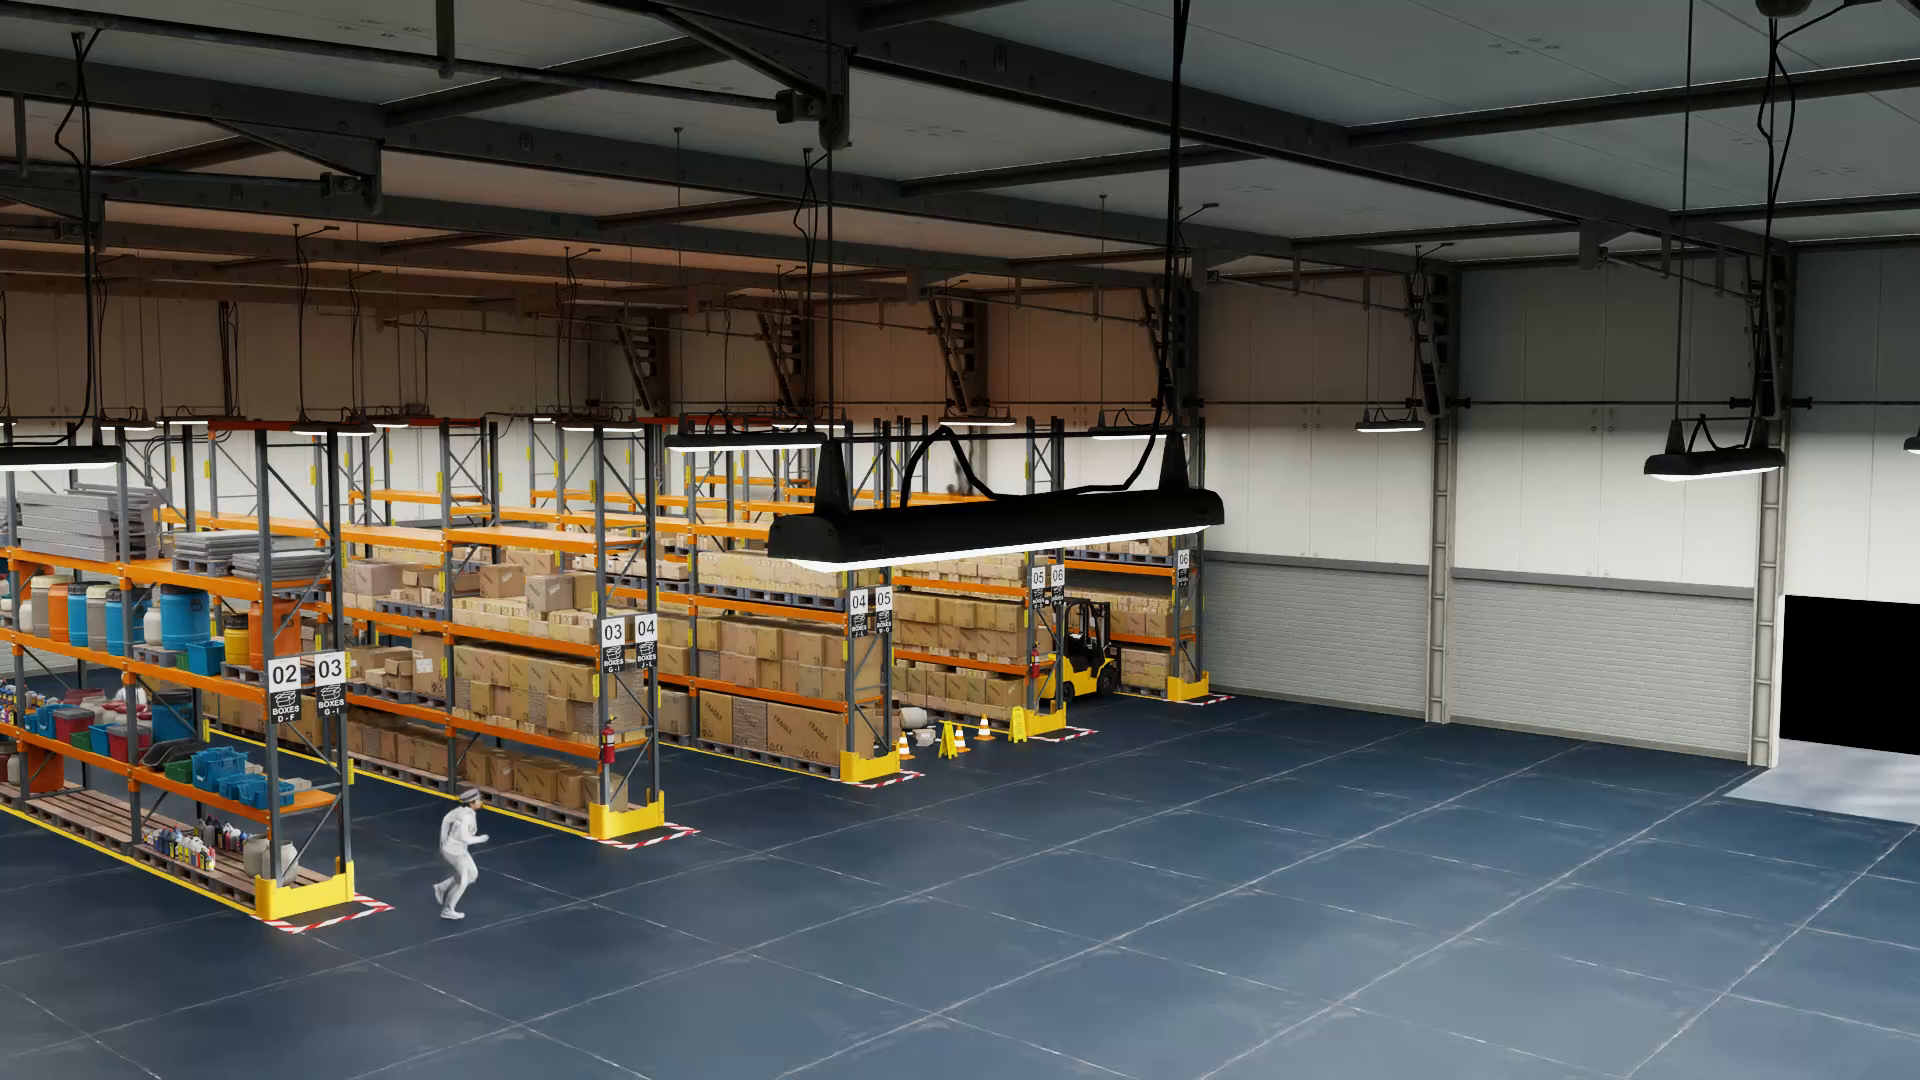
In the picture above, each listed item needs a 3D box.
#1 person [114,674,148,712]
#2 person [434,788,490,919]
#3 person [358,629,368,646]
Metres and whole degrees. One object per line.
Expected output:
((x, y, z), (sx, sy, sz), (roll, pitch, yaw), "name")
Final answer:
((-14.206, 3.098, 28.612), (0.579, 1.730, 0.659), (3, 6, 32), "person")
((-6.106, 3.846, 20.377), (0.669, 1.616, 0.604), (-2, 5, -18), "person")
((-14.255, 2.164, 39.854), (0.710, 1.779, 0.722), (1, 5, 7), "person")
